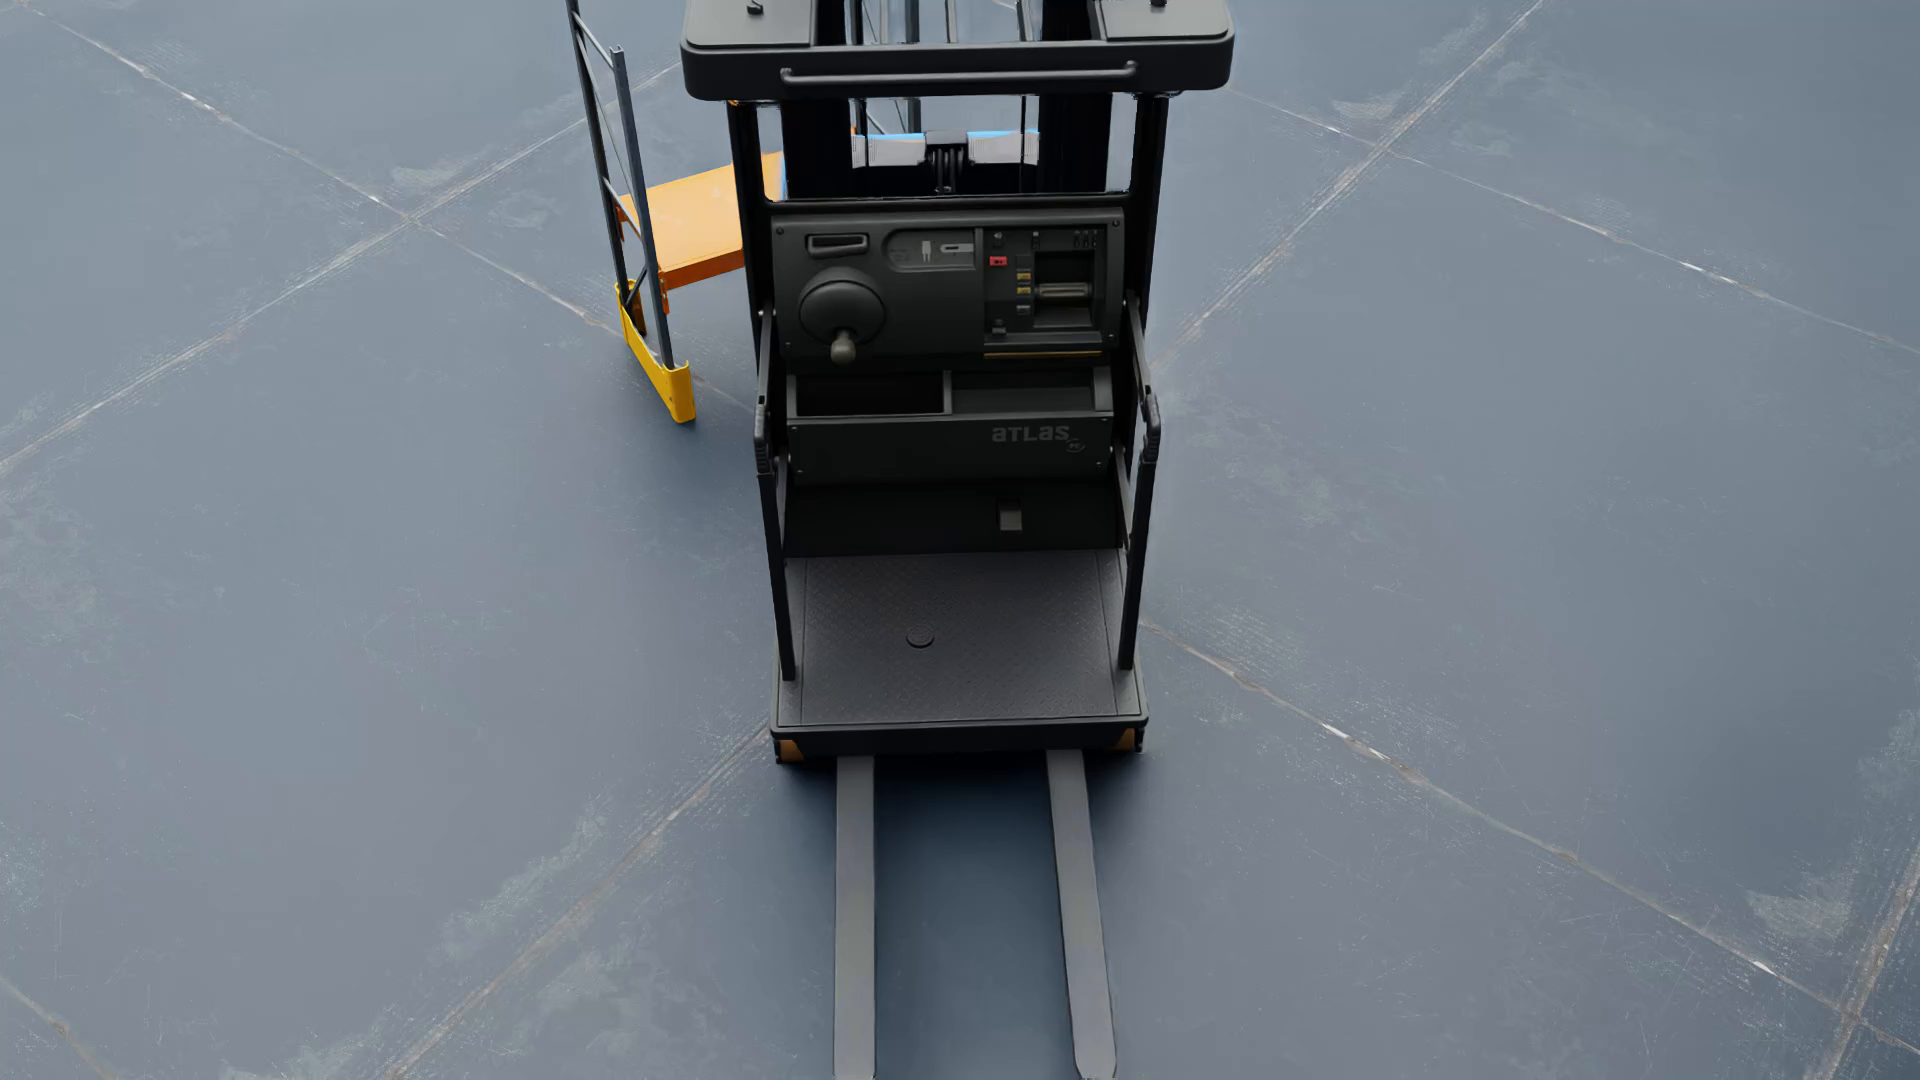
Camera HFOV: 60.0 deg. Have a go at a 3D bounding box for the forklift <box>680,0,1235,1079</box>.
[{"bbox_3d":[-0.019,-0.577,4.275,1.130,2.935,3.031,-2,46,-2],"label":"forklift"}]

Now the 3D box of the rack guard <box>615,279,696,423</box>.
[{"bbox_3d":[-1.148,-0.716,6.261,0.087,0.250,0.587,-21,50,-19],"label":"rack guard"}]

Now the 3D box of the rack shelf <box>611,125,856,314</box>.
[{"bbox_3d":[-0.716,-1.189,6.098,1.000,0.185,0.538,-21,50,-19],"label":"rack shelf"}]

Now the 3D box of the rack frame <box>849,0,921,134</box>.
[{"bbox_3d":[-0.267,-1.486,6.132,0.032,1.500,0.500,-21,50,-19],"label":"rack frame"}]

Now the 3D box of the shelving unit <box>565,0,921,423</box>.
[{"bbox_3d":[-0.708,-1.317,5.970,1.083,1.500,0.587,-21,50,-19],"label":"shelving unit"}]

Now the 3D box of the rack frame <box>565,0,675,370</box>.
[{"bbox_3d":[-1.165,-1.141,5.803,0.032,1.500,0.500,-21,50,-19],"label":"rack frame"}]
